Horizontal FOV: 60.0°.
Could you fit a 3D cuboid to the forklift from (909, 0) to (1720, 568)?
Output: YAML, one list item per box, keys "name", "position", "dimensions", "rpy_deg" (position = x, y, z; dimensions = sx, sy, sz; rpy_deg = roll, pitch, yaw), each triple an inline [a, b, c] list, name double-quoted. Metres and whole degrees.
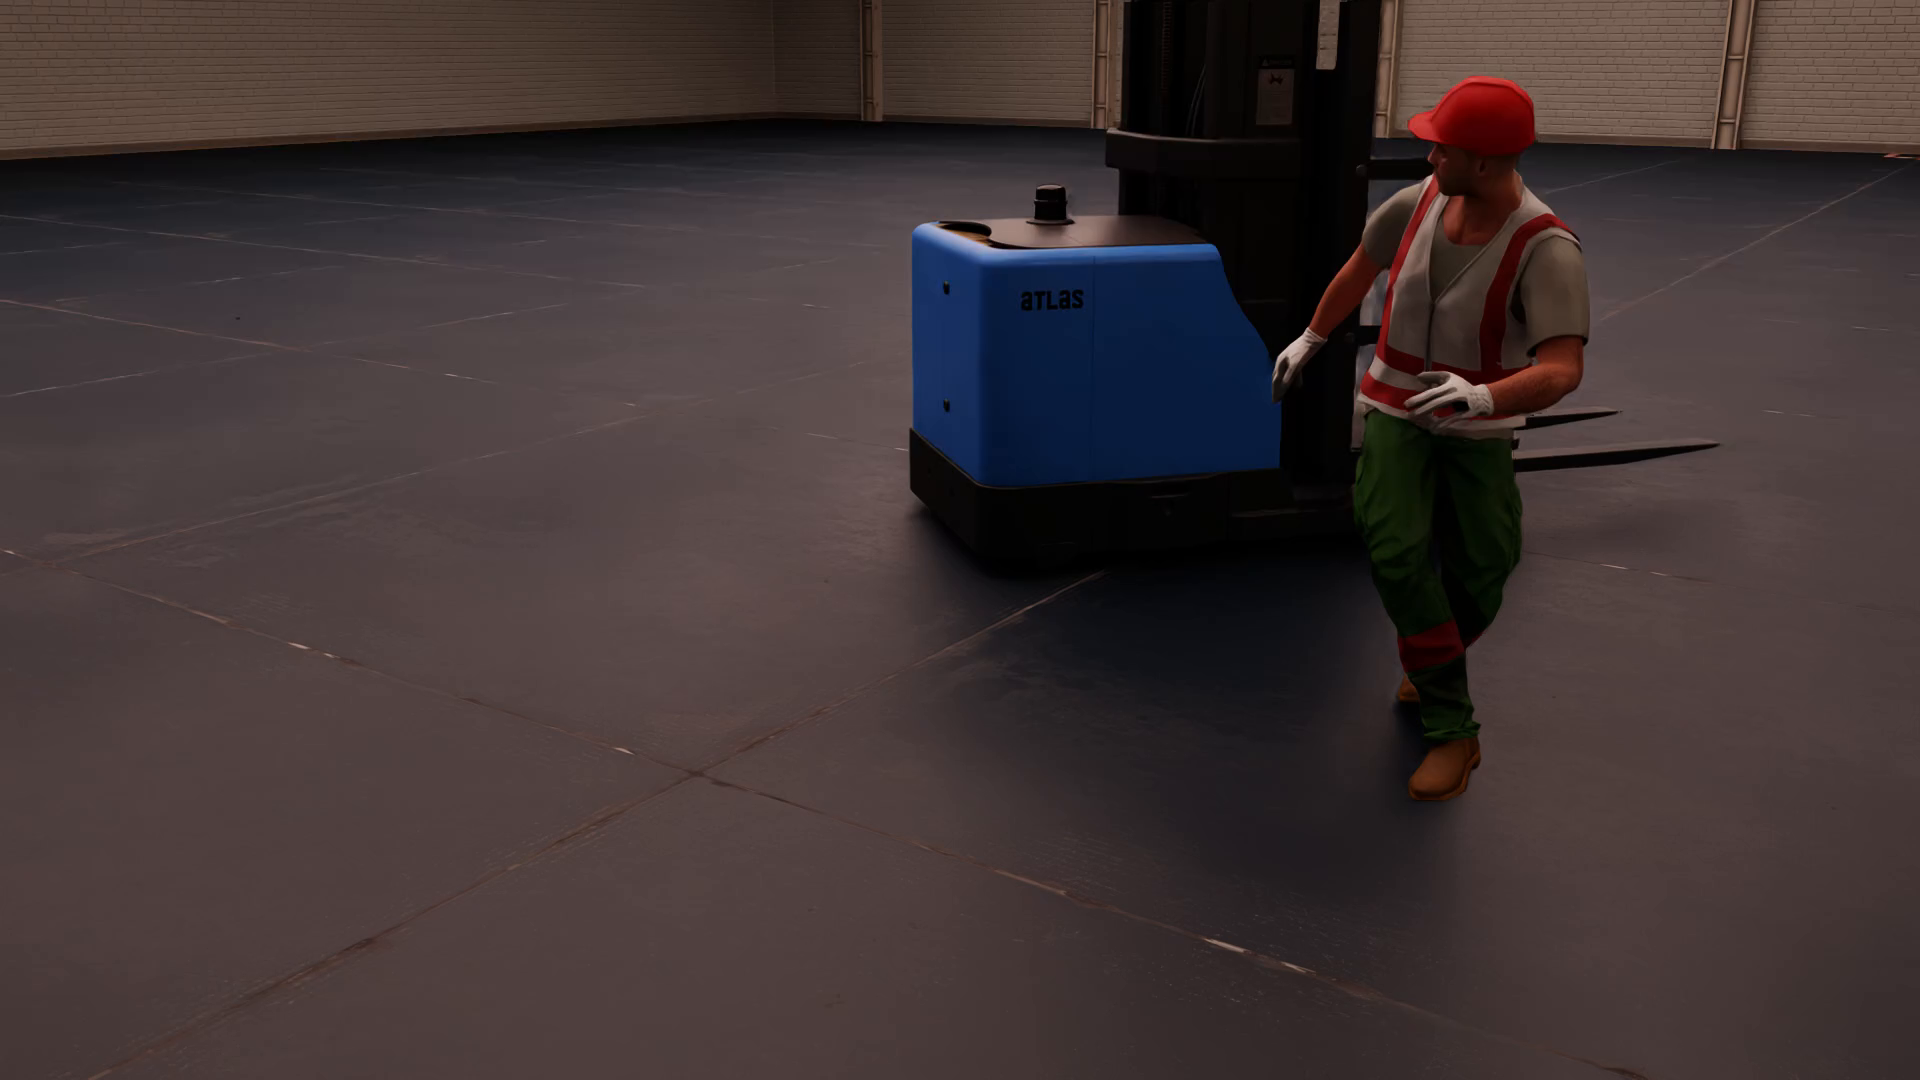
- name: "forklift"
  position: [1.385, -1.531, 5.953]
  dimensions: [3.031, 2.935, 1.130]
  rpy_deg: [-5, 17, -16]

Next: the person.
- name: "person"
  position: [1.072, -0.272, 4.034]
  dimensions: [0.821, 1.650, 0.832]
  rpy_deg: [8, 19, 26]
